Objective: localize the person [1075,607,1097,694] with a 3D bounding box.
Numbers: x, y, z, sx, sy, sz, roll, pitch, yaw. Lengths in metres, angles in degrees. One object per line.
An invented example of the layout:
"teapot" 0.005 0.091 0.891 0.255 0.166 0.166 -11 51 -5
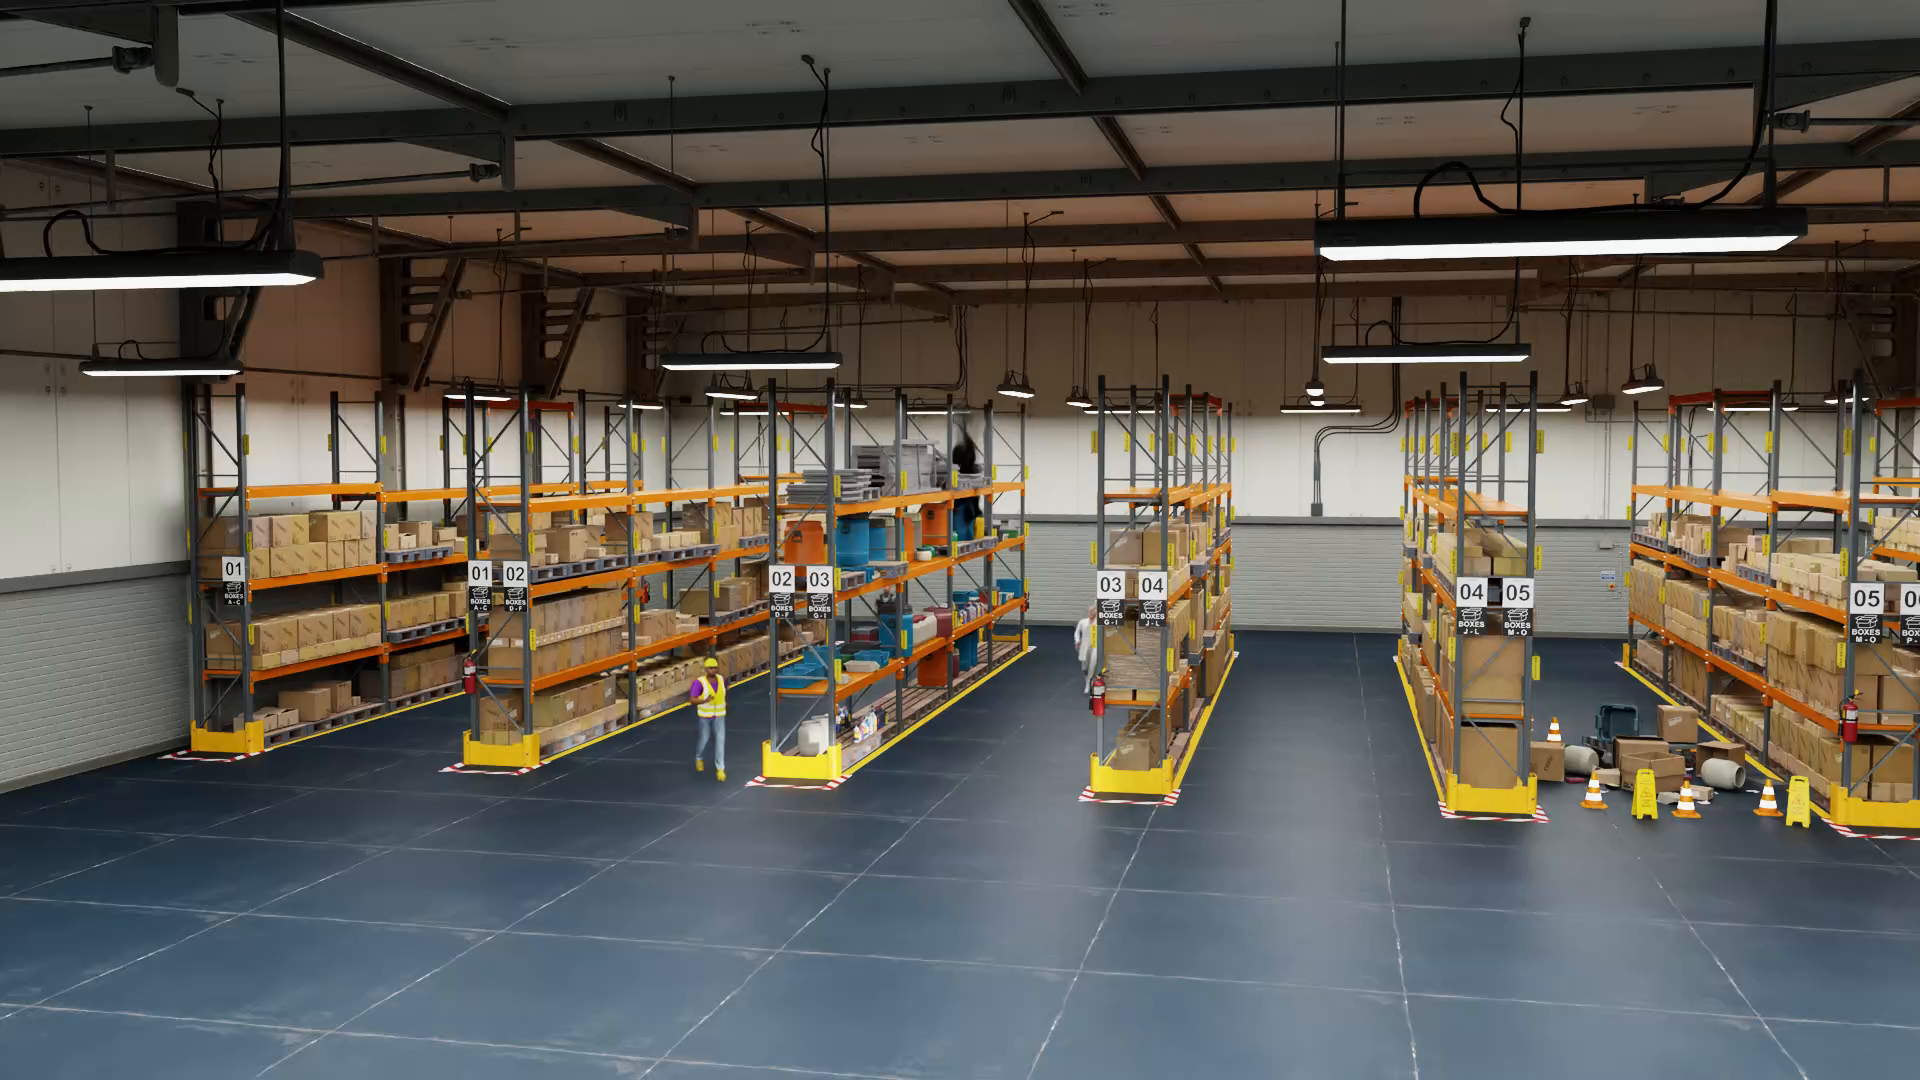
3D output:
"person" 2.677 2.219 33.718 0.726 1.743 0.771 1 3 14

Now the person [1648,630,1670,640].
"person" 16.261 1.986 38.573 0.856 1.653 0.669 3 4 43

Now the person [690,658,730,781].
"person" -3.756 2.659 25.013 0.688 1.781 0.950 -2 4 -26

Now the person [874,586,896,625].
"person" -1.747 1.982 39.684 0.658 1.503 0.716 0 3 7
